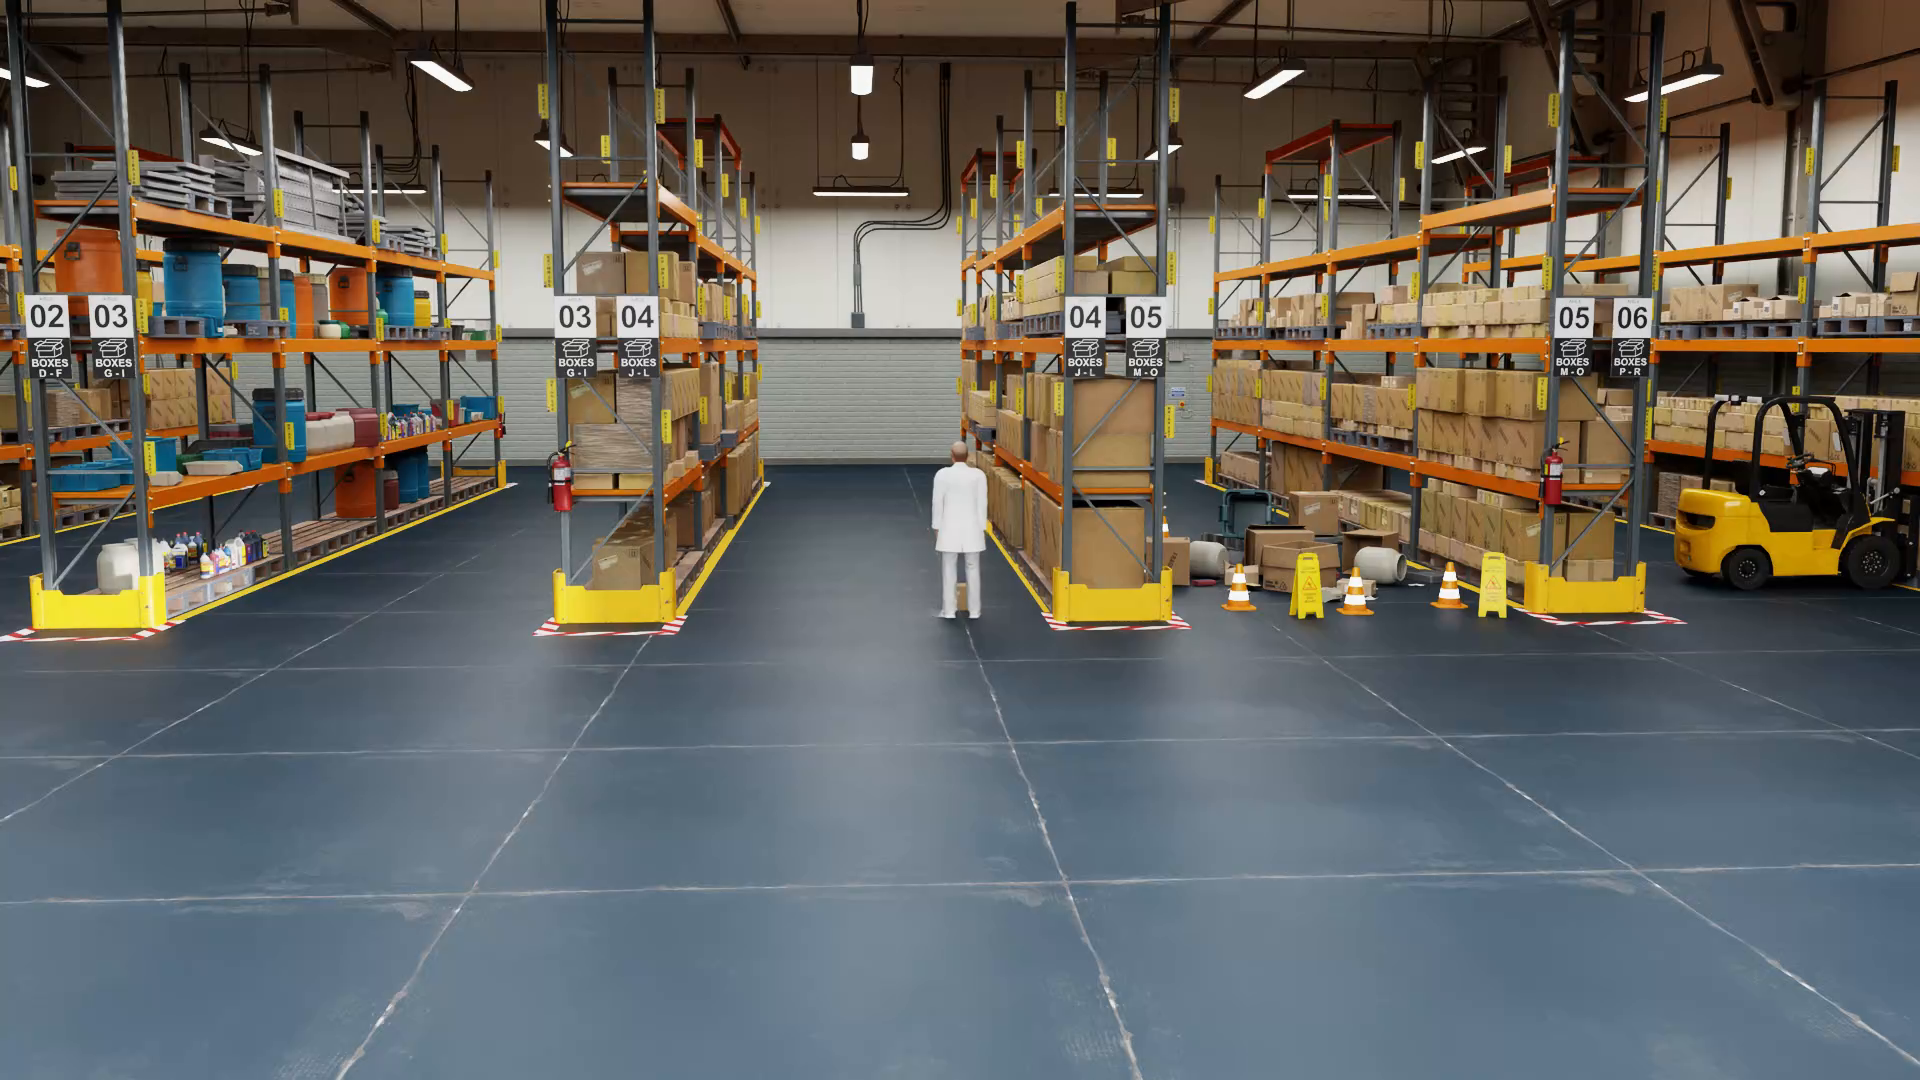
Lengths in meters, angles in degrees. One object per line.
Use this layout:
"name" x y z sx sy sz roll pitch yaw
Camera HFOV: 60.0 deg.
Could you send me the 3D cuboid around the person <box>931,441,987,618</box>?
"person" -0.007 -0.103 16.704 0.560 1.781 0.382 0 7 -2
